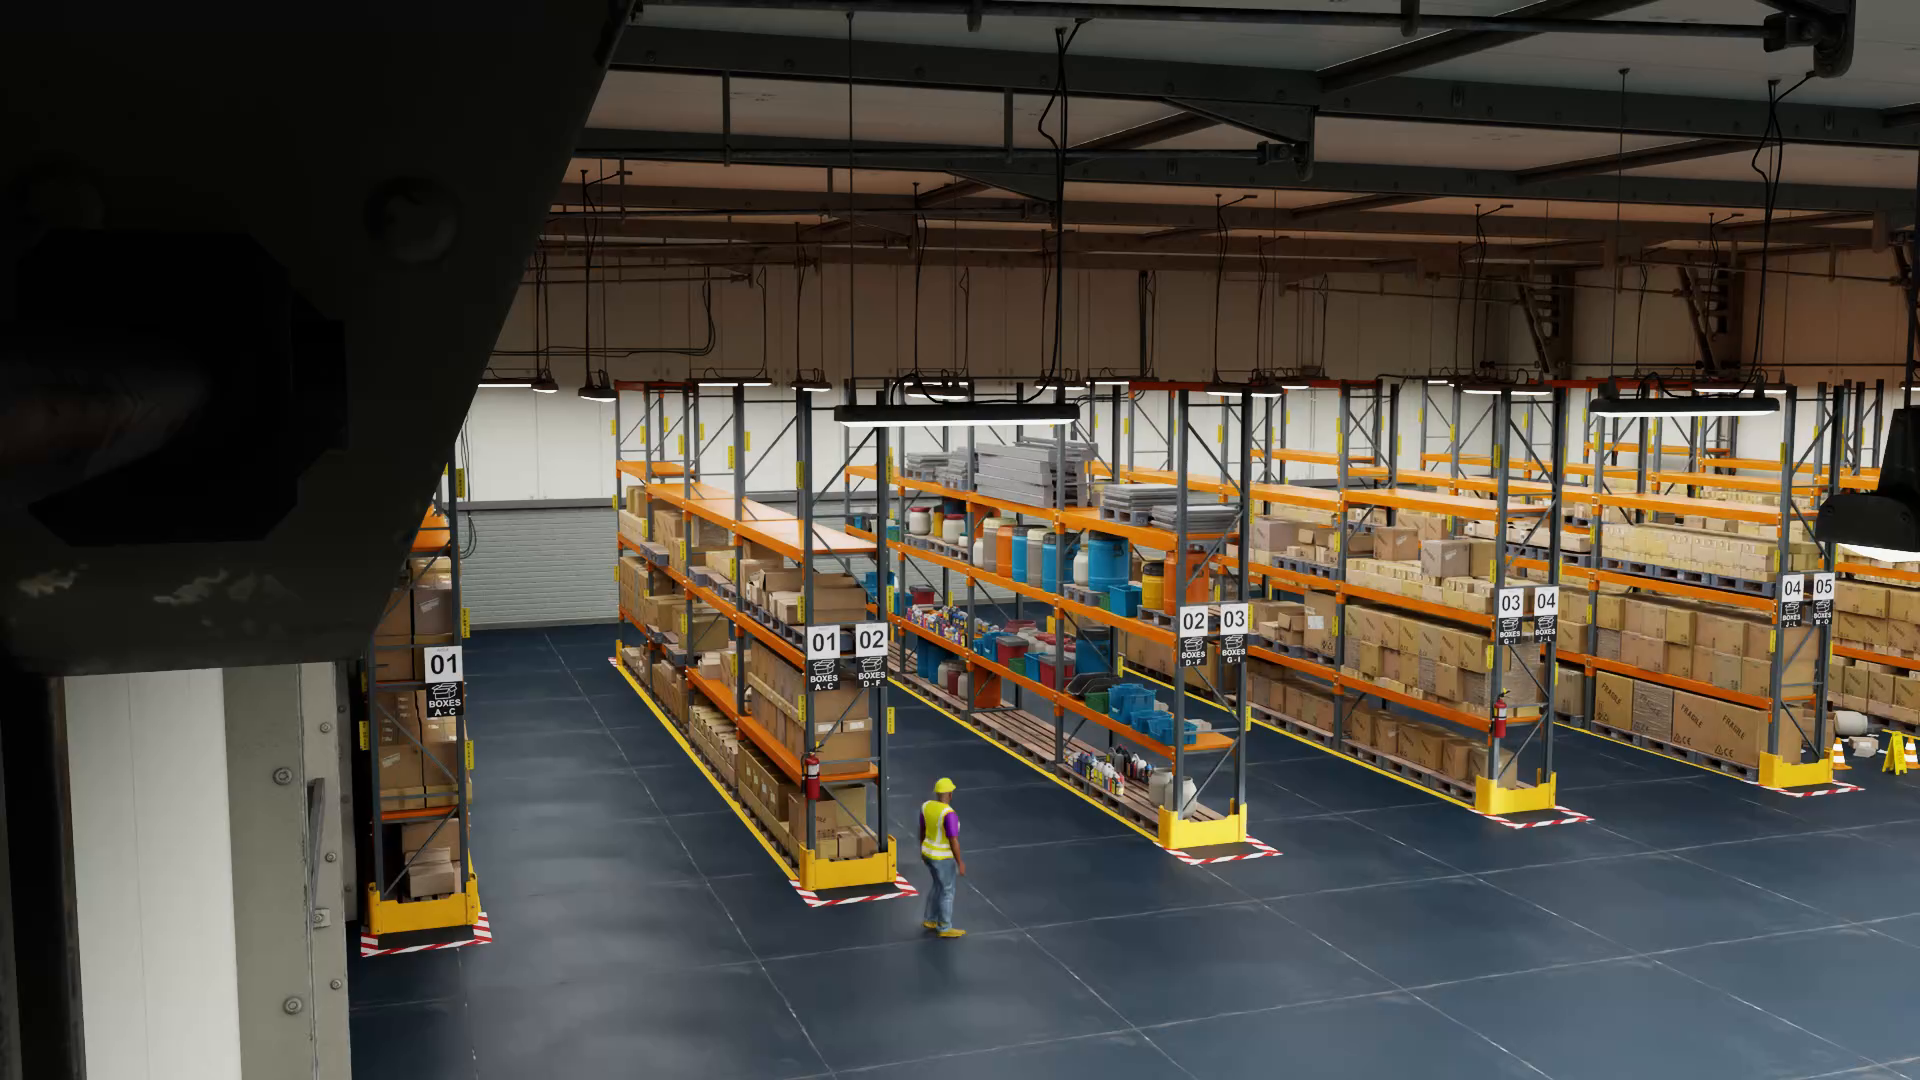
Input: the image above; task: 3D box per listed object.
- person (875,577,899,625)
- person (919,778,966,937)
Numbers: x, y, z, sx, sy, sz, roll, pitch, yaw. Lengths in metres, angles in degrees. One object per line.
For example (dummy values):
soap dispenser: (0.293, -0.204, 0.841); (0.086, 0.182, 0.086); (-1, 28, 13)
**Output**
person: (-1.761, 1.406, 38.266); (0.630, 1.747, 0.768); (2, 6, 15)
person: (-0.191, 3.542, 18.463); (0.402, 1.826, 0.648); (-3, 7, -29)
